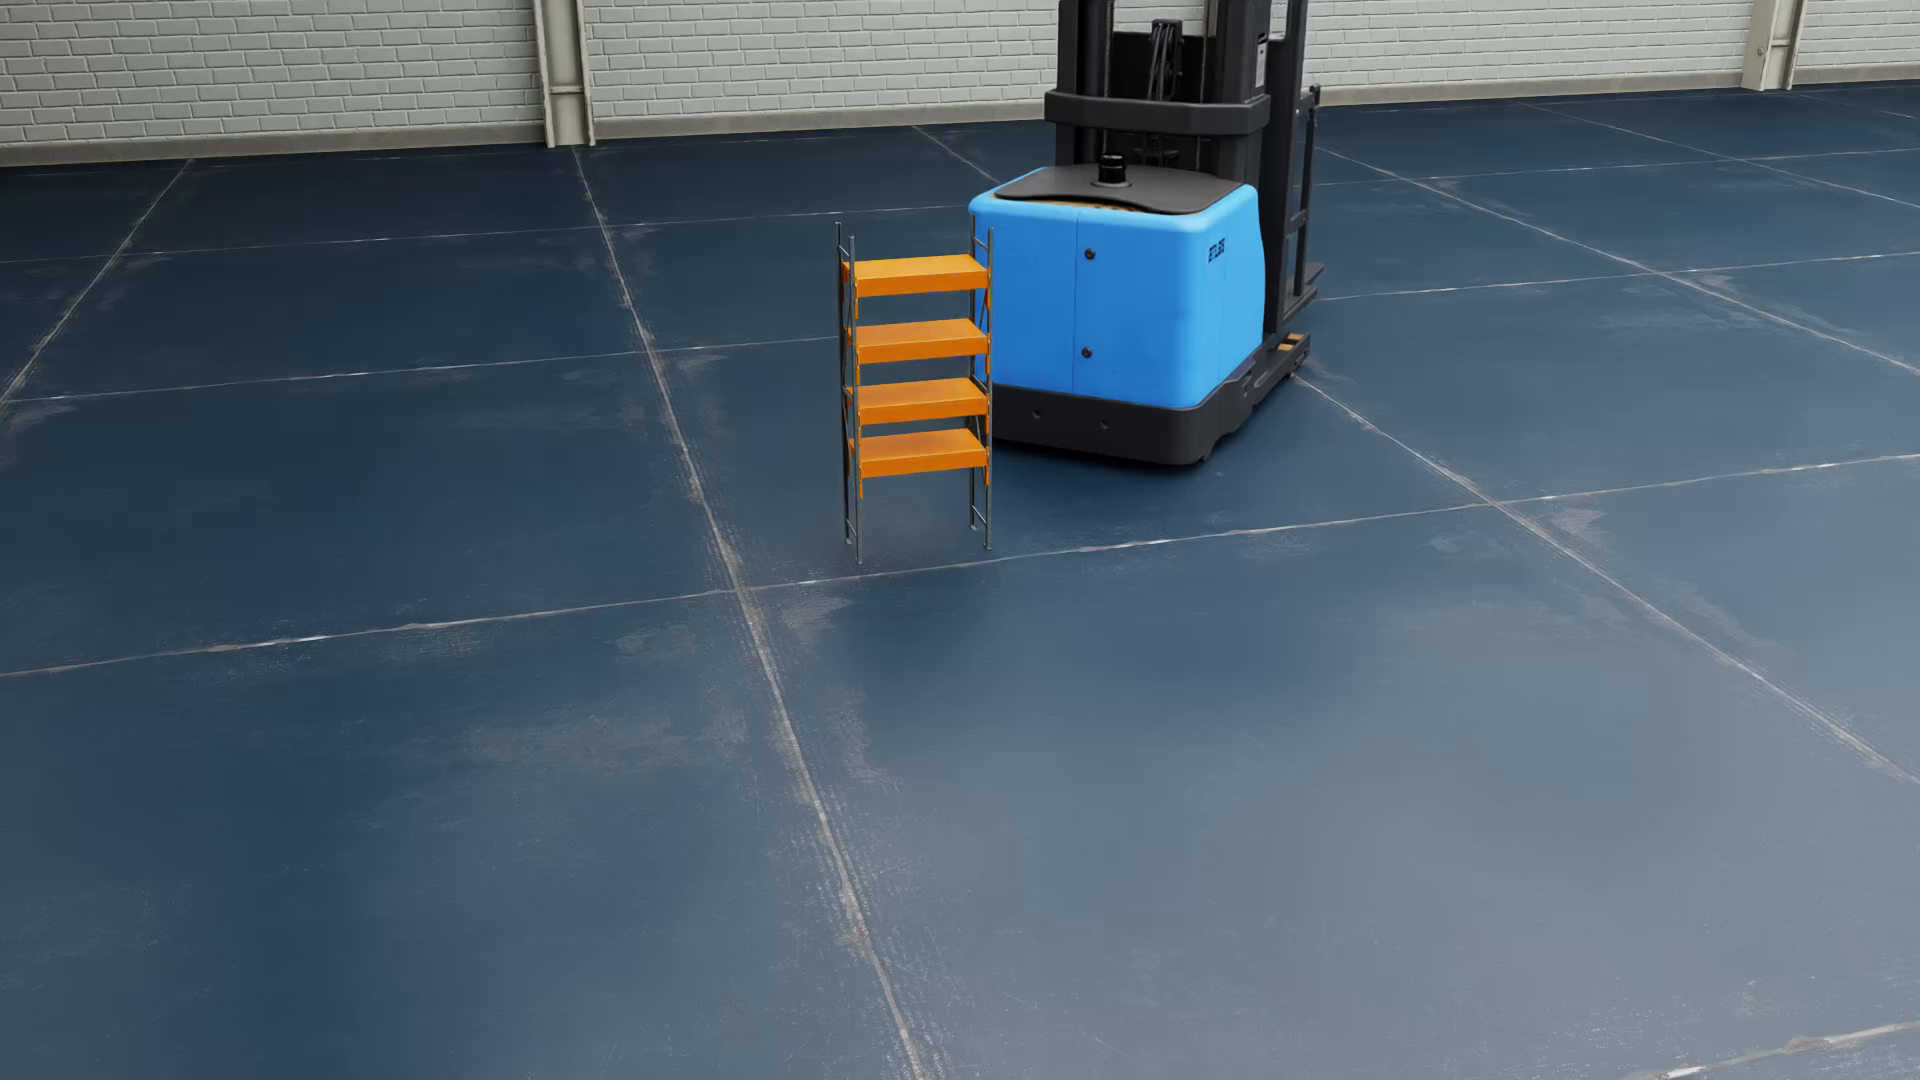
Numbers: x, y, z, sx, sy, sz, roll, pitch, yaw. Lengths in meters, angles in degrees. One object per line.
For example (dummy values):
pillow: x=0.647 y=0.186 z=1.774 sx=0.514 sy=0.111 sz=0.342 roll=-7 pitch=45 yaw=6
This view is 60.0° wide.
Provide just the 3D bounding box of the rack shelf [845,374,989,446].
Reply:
rack shelf: x=-0.159 y=-0.472 z=5.999 sx=0.480 sy=0.148 sz=0.258 roll=-6 pitch=24 yaw=-14

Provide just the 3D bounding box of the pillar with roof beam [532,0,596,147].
pillar with roof beam: x=-2.133 y=-5.861 z=8.498 sx=0.400 sy=9.000 sz=9.100 roll=-6 pitch=24 yaw=-14

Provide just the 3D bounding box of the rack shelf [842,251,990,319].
rack shelf: x=-0.159 y=-0.895 z=5.817 sx=0.480 sy=0.148 sz=0.258 roll=-6 pitch=24 yaw=-14

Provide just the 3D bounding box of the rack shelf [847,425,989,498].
rack shelf: x=-0.159 y=-0.289 z=6.077 sx=0.480 sy=0.148 sz=0.258 roll=-6 pitch=24 yaw=-14

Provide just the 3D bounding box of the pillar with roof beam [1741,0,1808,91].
pillar with roof beam: x=9.421 y=-7.139 z=11.476 sx=0.400 sy=9.000 sz=9.100 roll=-6 pitch=24 yaw=-14

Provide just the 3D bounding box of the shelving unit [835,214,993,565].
shelving unit: x=-0.159 y=-0.534 z=5.972 sx=0.503 sy=1.200 sz=0.258 roll=-6 pitch=24 yaw=-14

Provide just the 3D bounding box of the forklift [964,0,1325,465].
forklift: x=1.093 y=-2.199 z=7.659 sx=1.130 sy=2.935 sz=3.031 roll=10 pitch=25 yaw=23

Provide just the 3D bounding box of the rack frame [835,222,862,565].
rack frame: x=-0.394 y=-0.508 z=5.912 sx=0.015 sy=1.200 sz=0.240 roll=-6 pitch=24 yaw=-14

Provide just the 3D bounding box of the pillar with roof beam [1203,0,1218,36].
pillar with roof beam: x=3.644 y=-6.500 z=9.987 sx=0.400 sy=9.000 sz=9.100 roll=-6 pitch=24 yaw=-14

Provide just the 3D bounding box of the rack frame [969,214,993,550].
rack frame: x=0.076 y=-0.560 z=6.033 sx=0.015 sy=1.200 sz=0.240 roll=-6 pitch=24 yaw=-14

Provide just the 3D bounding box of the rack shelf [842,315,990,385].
rack shelf: x=-0.159 y=-0.677 z=5.911 sx=0.480 sy=0.148 sz=0.258 roll=-6 pitch=24 yaw=-14
